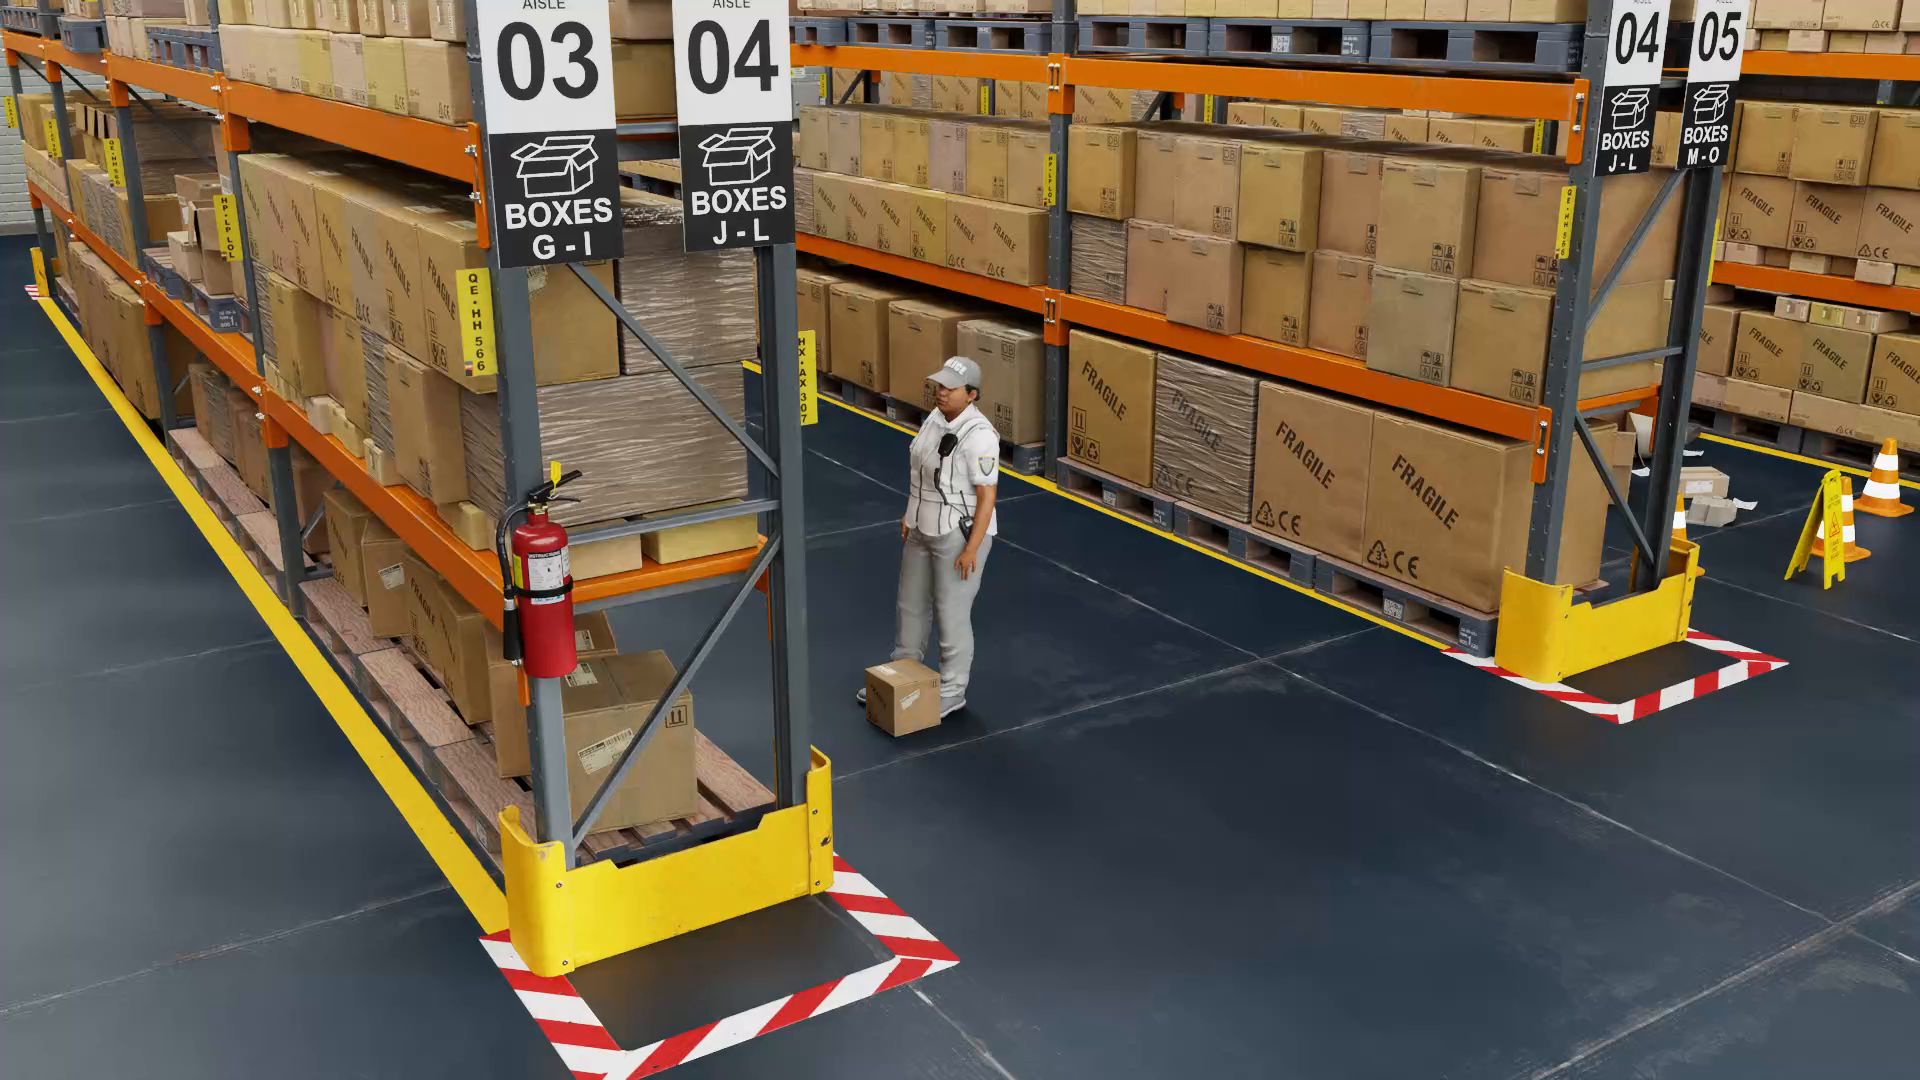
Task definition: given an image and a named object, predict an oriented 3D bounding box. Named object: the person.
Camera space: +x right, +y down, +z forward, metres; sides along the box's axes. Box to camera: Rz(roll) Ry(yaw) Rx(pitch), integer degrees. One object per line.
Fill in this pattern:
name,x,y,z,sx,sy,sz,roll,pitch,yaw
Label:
person,-0.131,-0.006,7.533,0.524,1.671,0.599,-12,21,-31
